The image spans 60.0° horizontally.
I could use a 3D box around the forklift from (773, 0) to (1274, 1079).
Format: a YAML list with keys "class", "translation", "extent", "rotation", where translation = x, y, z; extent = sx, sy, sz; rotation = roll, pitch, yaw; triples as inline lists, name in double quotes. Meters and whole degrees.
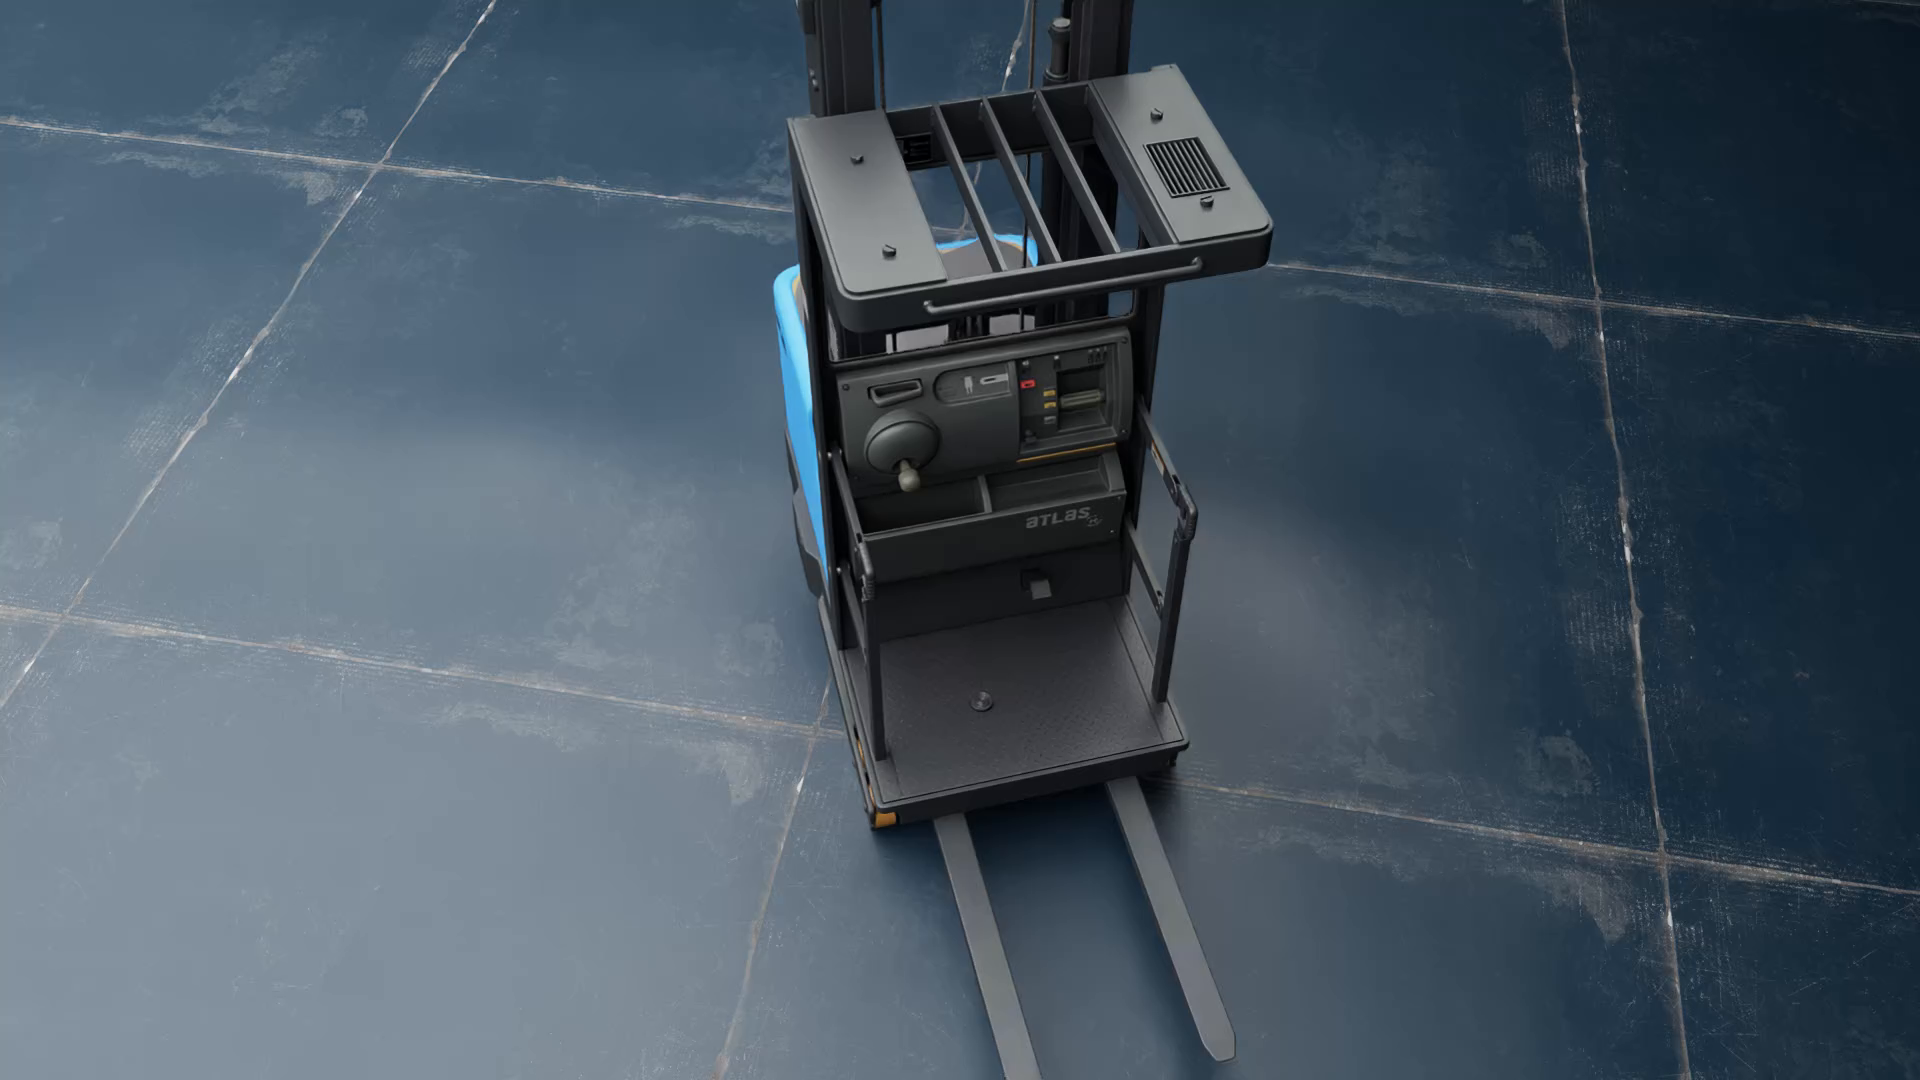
- class: "forklift"
  translation: [0.142, -0.300, 5.021]
  extent: [1.130, 2.935, 3.031]
  rotation: [-11, 49, -9]
